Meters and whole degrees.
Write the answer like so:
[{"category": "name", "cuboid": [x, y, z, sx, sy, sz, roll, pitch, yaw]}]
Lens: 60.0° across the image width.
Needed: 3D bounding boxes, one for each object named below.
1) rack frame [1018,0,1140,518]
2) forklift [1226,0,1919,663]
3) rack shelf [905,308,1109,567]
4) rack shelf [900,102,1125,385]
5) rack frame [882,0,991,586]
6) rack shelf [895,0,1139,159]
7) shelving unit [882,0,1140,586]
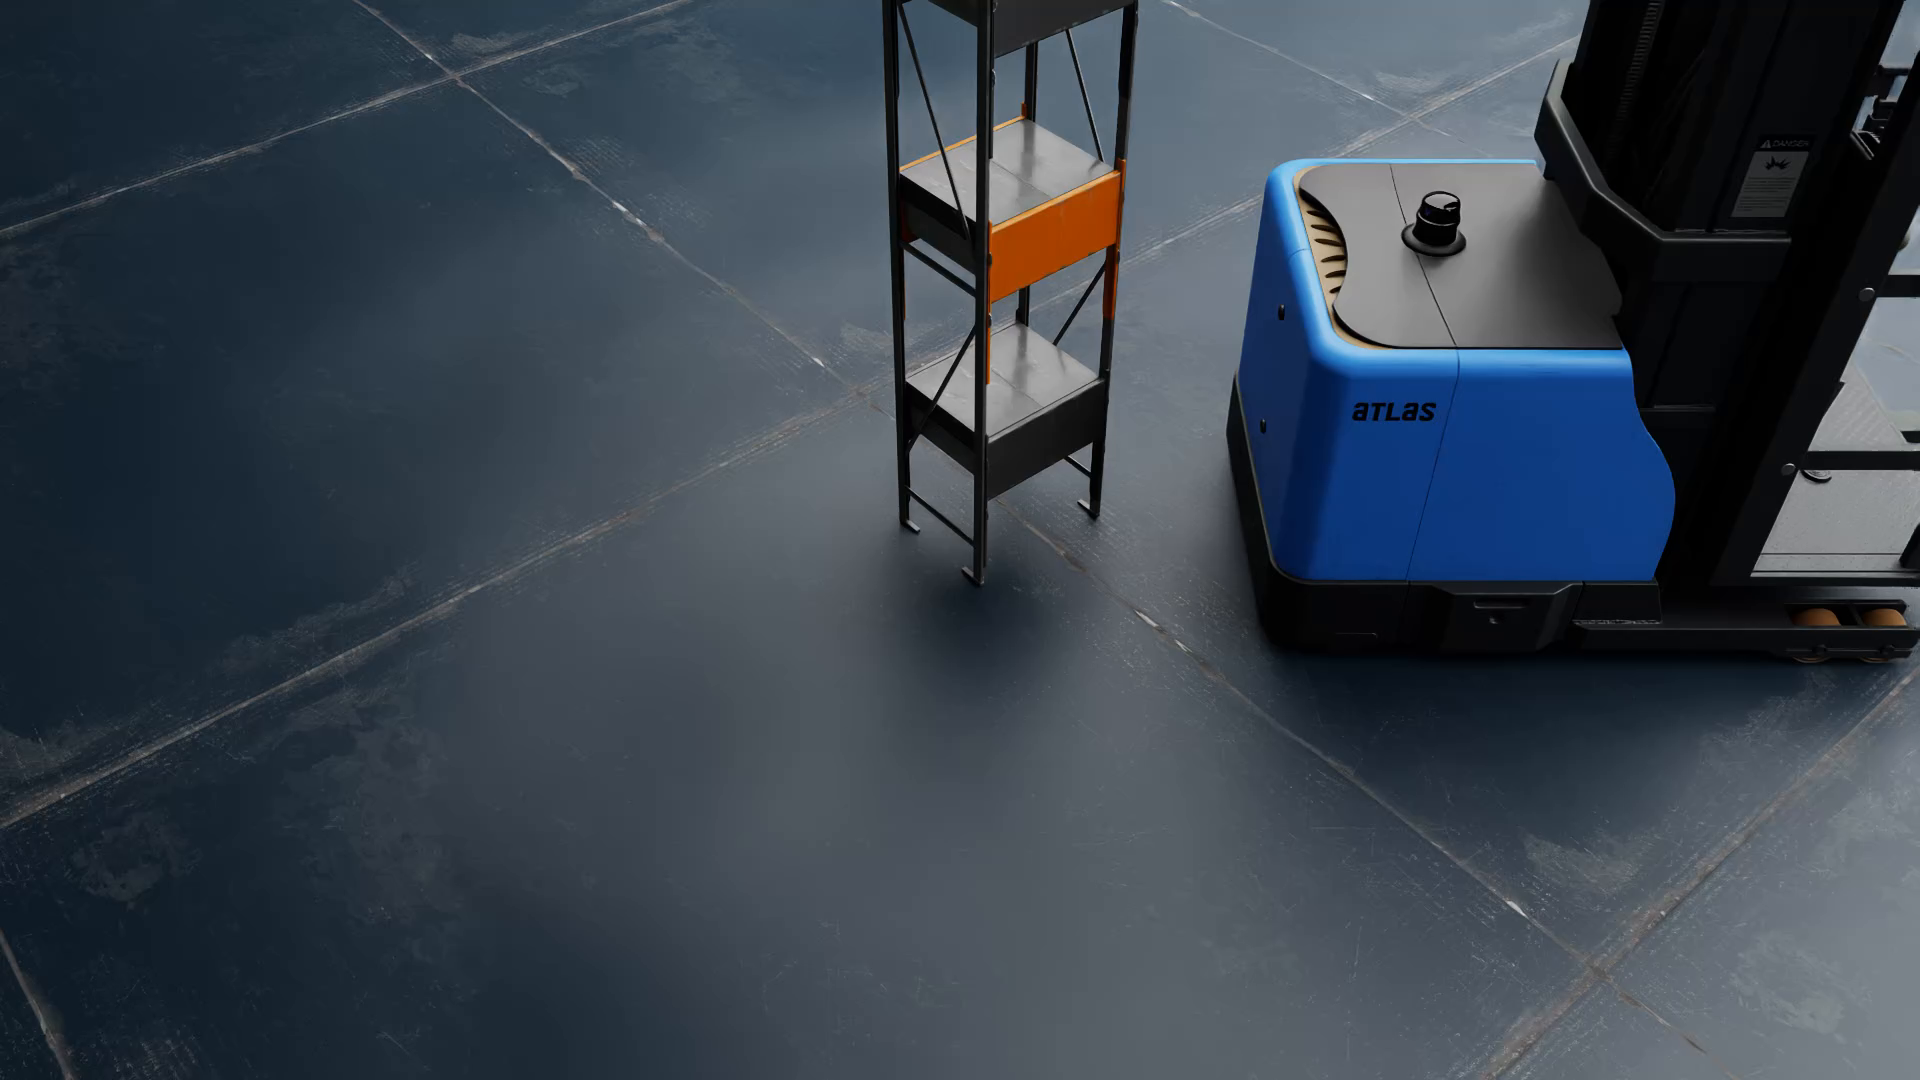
[{"category": "rack frame", "cuboid": [0.314, -0.945, 4.723, 0.015, 2.100, 0.400, -30, 51, -28]}, {"category": "forklift", "cuboid": [2.397, -1.075, 4.254, 3.031, 2.935, 1.130, 0, 43, 0]}, {"category": "rack shelf", "cuboid": [0.127, -0.318, 5.097, 0.480, 0.518, 0.431, -30, 51, -28]}, {"category": "rack shelf", "cuboid": [0.127, -0.828, 4.618, 0.480, 0.518, 0.431, -30, 51, -28]}, {"category": "rack frame", "cuboid": [-0.060, -0.731, 4.494, 0.015, 2.100, 0.400, -30, 51, -28]}, {"category": "rack shelf", "cuboid": [0.127, -1.338, 4.139, 0.480, 0.518, 0.431, -30, 51, -28]}, {"category": "shelving unit", "cuboid": [0.127, -0.838, 4.609, 0.503, 2.100, 0.431, -30, 51, -28]}]
